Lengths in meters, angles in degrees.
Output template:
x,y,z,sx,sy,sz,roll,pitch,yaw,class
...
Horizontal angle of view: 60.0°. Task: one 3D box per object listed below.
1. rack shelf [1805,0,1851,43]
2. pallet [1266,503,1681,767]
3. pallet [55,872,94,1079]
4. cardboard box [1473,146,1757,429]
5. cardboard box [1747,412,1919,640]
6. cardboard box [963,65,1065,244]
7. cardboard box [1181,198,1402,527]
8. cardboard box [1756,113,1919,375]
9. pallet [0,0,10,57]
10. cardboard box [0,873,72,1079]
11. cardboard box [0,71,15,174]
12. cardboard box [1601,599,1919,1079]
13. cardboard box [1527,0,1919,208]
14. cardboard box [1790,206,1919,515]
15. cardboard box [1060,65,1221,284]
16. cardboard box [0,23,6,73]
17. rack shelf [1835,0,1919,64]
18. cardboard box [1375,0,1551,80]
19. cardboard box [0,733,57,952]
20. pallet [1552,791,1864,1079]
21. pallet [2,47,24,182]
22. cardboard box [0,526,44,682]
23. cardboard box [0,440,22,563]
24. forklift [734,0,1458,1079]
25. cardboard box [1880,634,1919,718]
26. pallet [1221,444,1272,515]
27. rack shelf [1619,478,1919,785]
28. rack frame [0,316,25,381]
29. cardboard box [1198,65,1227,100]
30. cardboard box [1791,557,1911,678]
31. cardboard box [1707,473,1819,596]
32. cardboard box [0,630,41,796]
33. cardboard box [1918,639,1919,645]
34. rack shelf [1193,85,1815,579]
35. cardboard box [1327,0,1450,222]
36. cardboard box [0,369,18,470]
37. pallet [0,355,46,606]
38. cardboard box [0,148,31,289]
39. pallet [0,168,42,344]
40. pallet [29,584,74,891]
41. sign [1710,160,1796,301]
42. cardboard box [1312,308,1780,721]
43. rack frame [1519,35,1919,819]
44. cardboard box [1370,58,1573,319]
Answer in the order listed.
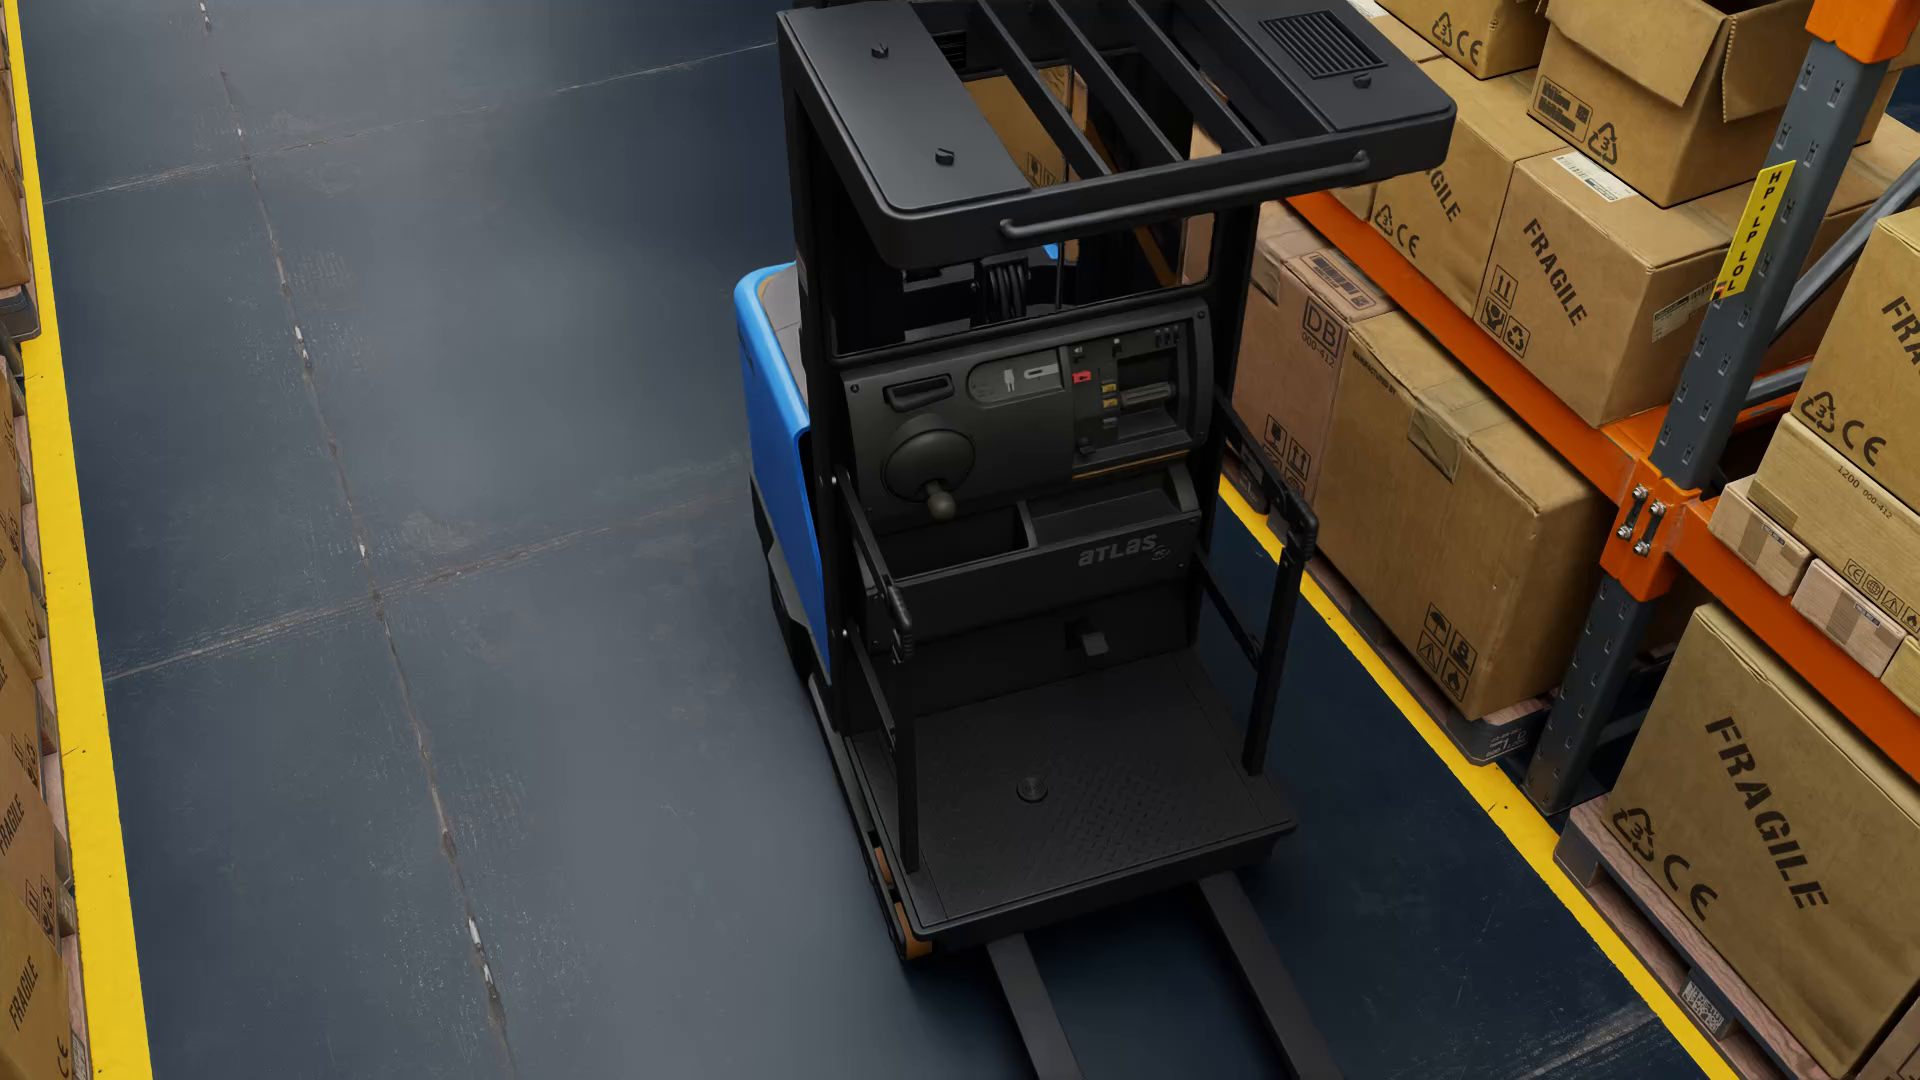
x,y,z,sx,sy,sz,roll,pitch,yaw,class
1.318,-2.516,4.541,1.077,0.370,4.000,-18,47,-17,rack shelf
1.766,0.093,5.506,1.003,0.211,1.213,-18,47,-17,pallet
-2.713,1.467,4.113,1.003,0.211,1.213,-18,47,-17,pallet
1.714,-0.683,4.236,0.500,0.500,0.500,-18,47,-17,cardboard box
2.118,-0.106,3.617,0.500,0.250,0.500,-19,48,-18,cardboard box
0.748,-1.927,6.781,1.225,0.875,0.875,-20,48,-19,cardboard box
1.495,-0.795,5.633,1.225,0.875,0.875,-20,48,-19,cardboard box
2.192,-0.833,4.387,0.500,0.500,0.500,-18,47,-17,cardboard box
-5.355,-2.666,8.301,1.003,0.211,1.213,-18,47,-17,pallet
-2.454,1.161,3.918,0.500,0.500,0.500,-16,47,-16,cardboard box
-4.611,-1.898,6.841,1.050,0.750,0.750,-17,47,-17,cardboard box
2.363,0.621,4.199,0.875,0.875,0.875,-18,47,-17,cardboard box
1.882,-1.228,4.073,0.797,0.503,0.637,-19,48,-18,cardboard box
2.128,-0.369,3.349,0.500,0.500,0.500,-18,47,-17,cardboard box
1.116,-1.356,6.203,1.225,0.875,0.875,-18,47,-17,cardboard box
-5.003,-2.492,7.442,1.050,0.750,0.750,-18,47,-17,cardboard box
2.999,0.033,1.958,1.077,0.370,4.000,-18,47,-17,rack shelf
1.604,-1.668,4.520,0.797,0.503,0.637,-18,47,-17,cardboard box
-2.678,0.825,4.259,0.500,0.500,0.500,-16,47,-16,cardboard box
2.407,1.070,4.515,1.003,0.211,1.213,-18,47,-17,pallet
-4.838,-1.887,7.512,1.003,0.211,1.213,-18,47,-17,pallet
-3.100,0.168,4.925,0.500,0.500,0.500,-20,48,-19,cardboard box
-3.337,-0.164,5.262,0.500,0.500,0.500,-16,47,-16,cardboard box
0.251,-0.220,3.887,1.130,2.935,3.031,-13,46,-13,forklift
2.203,0.281,3.508,0.380,0.149,0.250,-17,47,-16,cardboard box
1.249,-0.686,6.295,1.003,0.211,1.213,-18,47,-17,pallet
2.999,1.100,3.011,1.077,0.370,4.000,-18,47,-17,rack shelf
-4.066,-1.579,5.214,1.000,3.000,0.127,-18,47,-17,rack frame
1.080,-1.652,5.218,0.500,0.500,0.500,-18,47,-17,cardboard box
2.092,0.113,3.678,0.380,0.149,0.250,-20,48,-19,cardboard box
1.981,-0.054,3.848,0.380,0.149,0.250,-18,47,-17,cardboard box
-2.911,0.495,4.594,0.500,0.500,0.500,-17,47,-17,cardboard box
2.323,0.212,3.294,0.500,0.250,0.500,-18,47,-18,cardboard box
1.318,-1.449,5.595,1.077,0.370,4.000,-18,47,-17,rack shelf
1.286,-1.331,4.893,0.500,0.500,0.500,-19,48,-18,cardboard box
-3.552,-0.496,5.598,0.500,0.500,0.500,-18,47,-18,cardboard box
-3.739,-0.088,5.689,1.003,0.211,1.213,-18,47,-17,pallet
-4.240,-1.342,6.277,1.050,0.750,0.750,-19,48,-18,cardboard box
-4.329,-1.111,6.726,1.003,0.211,1.213,-18,47,-17,pallet
-3.230,0.688,4.902,1.003,0.211,1.213,-18,47,-17,pallet
1.670,-0.648,3.503,0.100,0.325,0.005,-18,47,-17,sign
1.871,-0.225,5.056,1.225,0.875,0.875,-18,47,-17,cardboard box
2.159,-0.430,4.050,1.000,3.000,0.127,-18,47,-17,rack frame
1.512,-1.001,4.557,0.500,0.500,0.500,-17,47,-16,cardboard box
